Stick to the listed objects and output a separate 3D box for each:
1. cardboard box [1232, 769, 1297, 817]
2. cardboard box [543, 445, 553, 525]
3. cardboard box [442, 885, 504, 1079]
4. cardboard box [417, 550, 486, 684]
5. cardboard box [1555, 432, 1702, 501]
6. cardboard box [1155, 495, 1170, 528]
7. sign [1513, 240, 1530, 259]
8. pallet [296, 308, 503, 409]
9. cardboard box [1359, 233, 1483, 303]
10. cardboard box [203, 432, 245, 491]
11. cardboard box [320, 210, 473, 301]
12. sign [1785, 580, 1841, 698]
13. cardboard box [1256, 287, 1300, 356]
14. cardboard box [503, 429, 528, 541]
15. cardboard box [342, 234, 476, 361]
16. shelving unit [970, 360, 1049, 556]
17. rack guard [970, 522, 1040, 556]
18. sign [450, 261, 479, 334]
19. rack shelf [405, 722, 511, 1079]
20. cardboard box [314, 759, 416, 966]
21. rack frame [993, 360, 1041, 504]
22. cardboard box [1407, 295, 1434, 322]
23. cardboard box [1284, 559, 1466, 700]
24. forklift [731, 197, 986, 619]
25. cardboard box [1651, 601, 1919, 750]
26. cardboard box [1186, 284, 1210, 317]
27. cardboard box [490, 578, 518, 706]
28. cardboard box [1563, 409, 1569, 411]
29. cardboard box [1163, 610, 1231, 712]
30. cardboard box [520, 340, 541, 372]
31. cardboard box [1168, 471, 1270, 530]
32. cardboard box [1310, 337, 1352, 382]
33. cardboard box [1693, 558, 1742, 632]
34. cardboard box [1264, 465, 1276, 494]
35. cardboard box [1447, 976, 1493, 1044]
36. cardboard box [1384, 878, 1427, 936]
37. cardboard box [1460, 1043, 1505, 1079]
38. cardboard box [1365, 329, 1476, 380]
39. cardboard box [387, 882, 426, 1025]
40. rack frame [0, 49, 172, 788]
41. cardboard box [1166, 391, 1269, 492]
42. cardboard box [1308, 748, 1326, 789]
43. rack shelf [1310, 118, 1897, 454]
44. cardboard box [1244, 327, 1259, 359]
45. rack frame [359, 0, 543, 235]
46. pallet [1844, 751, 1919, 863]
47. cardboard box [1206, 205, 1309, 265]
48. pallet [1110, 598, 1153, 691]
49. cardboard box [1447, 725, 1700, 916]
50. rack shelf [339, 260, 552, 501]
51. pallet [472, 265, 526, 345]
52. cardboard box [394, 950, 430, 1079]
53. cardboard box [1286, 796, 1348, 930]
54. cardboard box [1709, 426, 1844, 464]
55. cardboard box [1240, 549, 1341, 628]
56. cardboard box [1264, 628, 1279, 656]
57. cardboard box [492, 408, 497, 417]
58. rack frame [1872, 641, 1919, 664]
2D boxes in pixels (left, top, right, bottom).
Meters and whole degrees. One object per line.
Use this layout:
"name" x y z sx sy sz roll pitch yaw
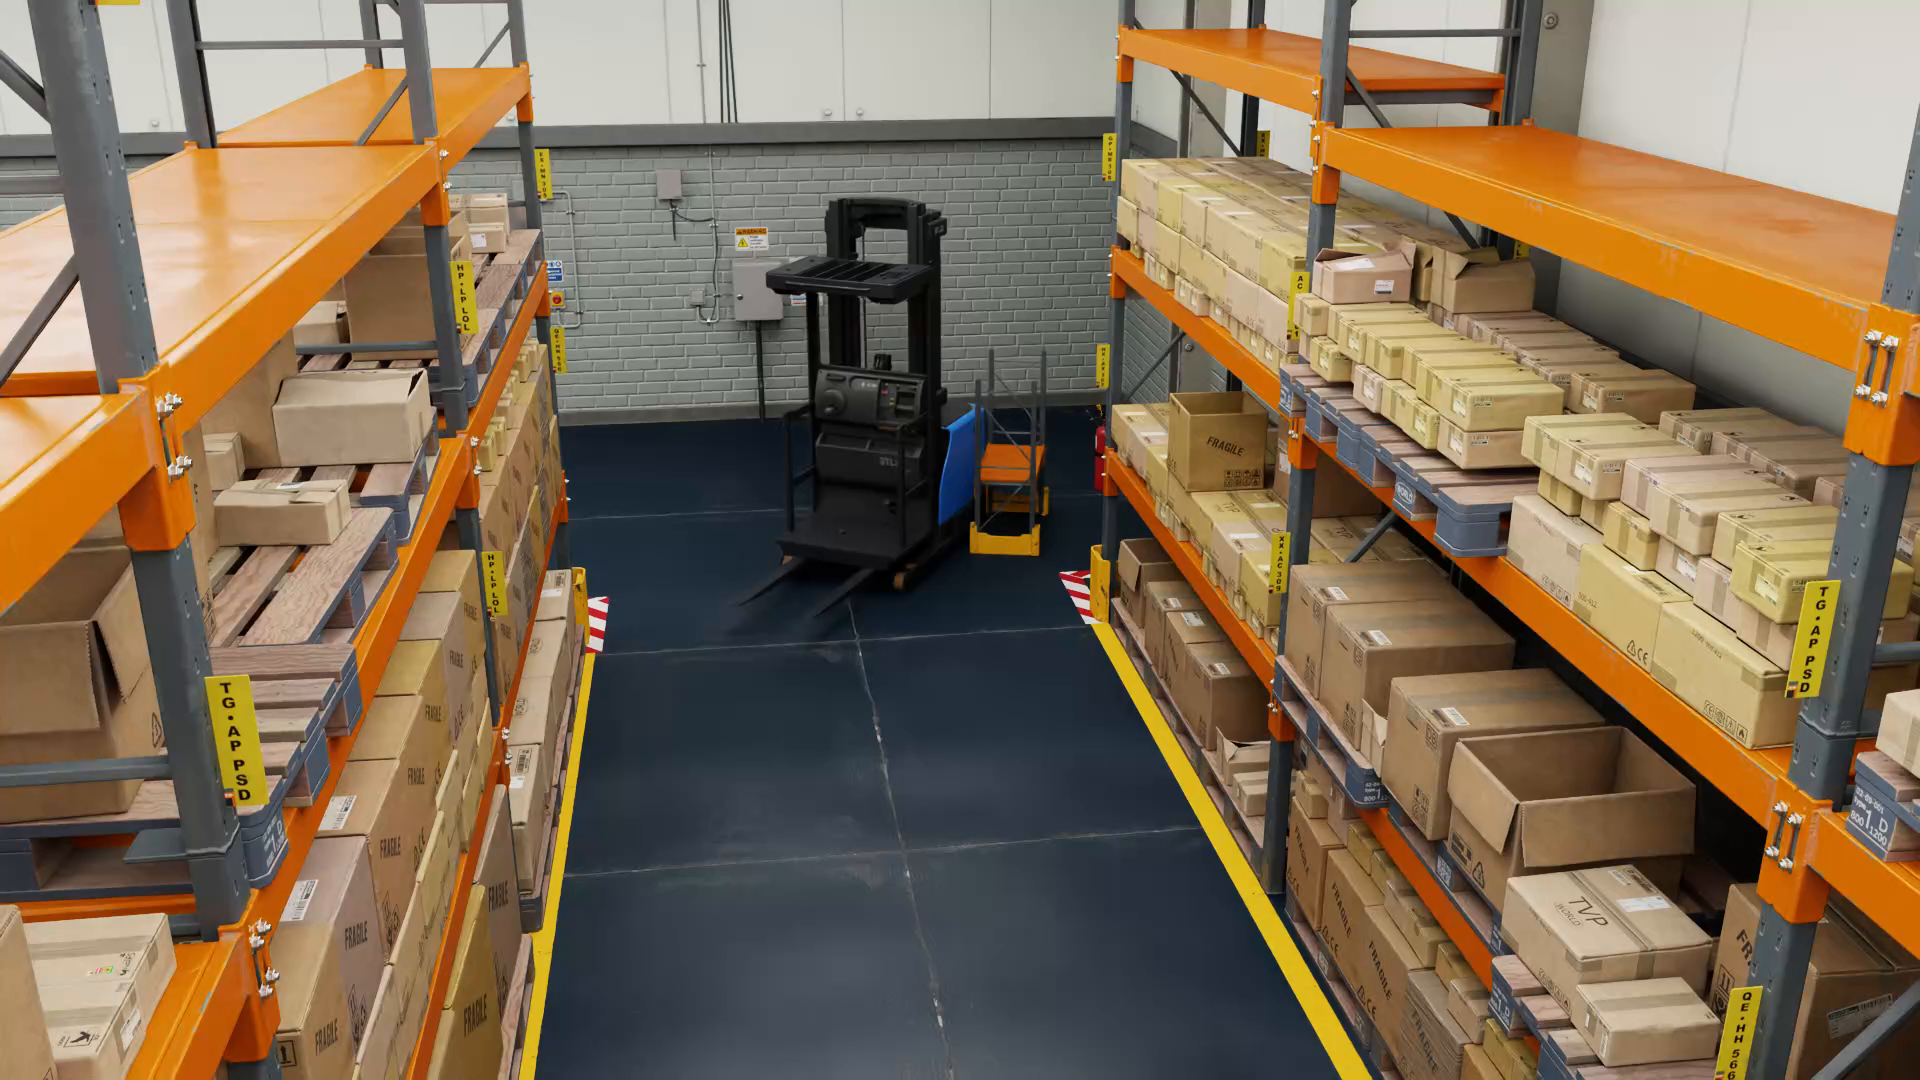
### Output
"cardboard box" 1.791 1.454 9.584 0.380 0.149 0.250 -4 21 -9
"cardboard box" -2.937 -0.358 10.820 0.500 0.500 0.500 -3 21 -9
"cardboard box" -2.443 2.067 6.906 0.875 0.875 0.875 -2 21 -6
"cardboard box" -2.436 0.372 7.436 0.500 0.500 0.500 -2 21 -6
"cardboard box" 2.248 -0.249 5.602 0.380 0.149 0.250 -3 21 -9
"cardboard box" 1.498 -0.198 10.891 0.380 0.149 0.250 -4 21 -9
"sign" 2.711 -1.368 8.076 0.100 0.325 0.005 -3 21 -8
"pallet" -2.857 -0.902 8.259 1.003 0.211 1.213 -3 21 -8
"cardboard box" 2.372 -1.401 8.541 0.500 0.250 0.500 -3 21 -8
"cardboard box" -2.913 -0.292 6.231 0.380 0.166 0.250 -4 21 -11
"cardboard box" -2.975 -1.417 8.620 0.797 0.503 0.637 -1 21 -4
"sign" 2.201 0.258 4.287 0.100 0.325 0.005 -3 21 -8
"cardboard box" 1.845 -1.135 8.545 0.500 0.250 0.500 -3 21 -8
"cardboard box" -2.708 -0.300 9.235 0.500 0.500 0.500 -3 21 -7
"cardboard box" -2.626 -1.165 7.949 0.500 0.500 0.500 -3 21 -7
"shelving unit" 0.439 -0.770 14.209 0.587 1.500 1.083 2 21 7
"rack guard" 0.377 -0.012 13.965 0.587 0.250 0.087 2 21 7
"sign" -2.214 -1.080 7.420 0.100 0.325 0.005 -3 21 -8
"rack shelf" -2.461 1.775 6.280 1.077 0.370 4.000 -3 21 -8
"cardboard box" -2.142 1.081 5.538 0.500 0.500 0.500 -2 21 -6
"rack frame" 0.502 -0.943 14.673 0.475 1.308 0.013 2 21 7
"cardboard box" 2.321 -1.079 7.796 0.380 0.149 0.250 -3 21 -9
"cardboard box" 2.010 0.429 8.112 0.700 0.500 0.500 -2 21 -6
"forklift" -0.809 -1.128 13.120 1.130 2.935 3.031 8 22 21
"cardboard box" 2.424 0.378 4.918 0.500 0.250 0.500 -4 21 -10
"cardboard box" 1.567 -1.435 9.918 0.380 0.149 0.250 -2 21 -7
"cardboard box" -2.558 0.523 8.461 0.500 0.500 0.500 -2 21 -6
"cardboard box" 2.551 -0.491 6.647 0.380 0.149 0.250 -3 21 -8
"cardboard box" 1.642 0.785 10.873 0.500 0.500 0.500 -3 21 -7
"cardboard box" -2.895 -1.173 10.645 0.380 0.149 0.250 -3 21 -8
"cardboard box" 1.628 -0.264 10.499 0.500 0.250 0.500 -3 21 -9
"cardboard box" 1.814 -0.823 7.535 0.380 0.149 0.250 -3 21 -7
"cardboard box" 2.431 0.155 4.945 0.380 0.149 0.250 -3 21 -9
"cardboard box" 2.129 -0.283 10.551 0.500 0.250 0.500 -3 21 -8
"cardboard box" 2.253 1.930 6.881 0.380 0.149 0.250 -4 21 -10
"cardboard box" 2.167 1.664 7.592 0.380 0.149 0.250 -3 21 -8
"cardboard box" 2.325 2.362 6.651 0.500 0.500 0.500 -2 21 -5
"cardboard box" 1.938 -0.785 7.008 0.380 0.149 0.250 -3 21 -9
"cardboard box" -2.134 1.426 5.685 0.500 0.250 0.500 -3 21 -8
"rack frame" -2.169 -0.680 3.251 0.949 2.616 0.053 -3 21 -8
"cardboard box" 1.601 -0.622 10.386 0.500 0.500 0.500 -2 21 -6
"cardboard box" 2.010 1.159 8.520 0.380 0.149 0.250 -3 21 -9
"rack shelf" 2.450 -1.100 5.974 1.077 0.370 4.000 -3 21 -8
"cardboard box" 1.756 -1.082 8.972 0.380 0.149 0.250 -2 21 -6
"rack frame" -3.326 -3.450 10.667 1.000 3.000 0.127 -3 21 -8
"pallet" 2.925 0.792 3.865 1.213 0.211 1.003 -2 21 -5
"cardboard box" 1.704 -1.729 9.419 0.500 0.250 0.500 -3 21 -7
"pallet" 1.712 0.717 12.069 1.003 0.211 1.213 -3 21 -8
"cardboard box" 2.320 1.077 6.371 0.797 0.503 0.637 -3 21 -9
"rack shelf" -3.038 -1.016 9.463 1.077 0.370 4.000 -3 21 -8
"pallet" -3.029 -1.324 9.387 1.003 0.211 1.213 -3 21 -8
"cardboard box" -2.156 1.659 5.775 0.500 0.250 0.500 -2 21 -6
"cardboard box" 2.009 1.647 8.567 0.500 0.500 0.500 -2 21 -5
"cardboard box" 2.803 -0.277 5.676 0.380 0.149 0.250 -3 21 -8
"cardboard box" 1.847 0.260 9.095 0.500 0.250 0.500 -2 21 -6
"cardboard box" 1.866 0.513 8.987 0.380 0.149 0.250 -3 21 -7
"cardboard box" -2.772 -0.636 9.207 0.380 0.149 0.250 -3 21 -8
"rack frame" 2.735 -0.932 3.924 0.949 2.616 0.053 -3 21 -8
